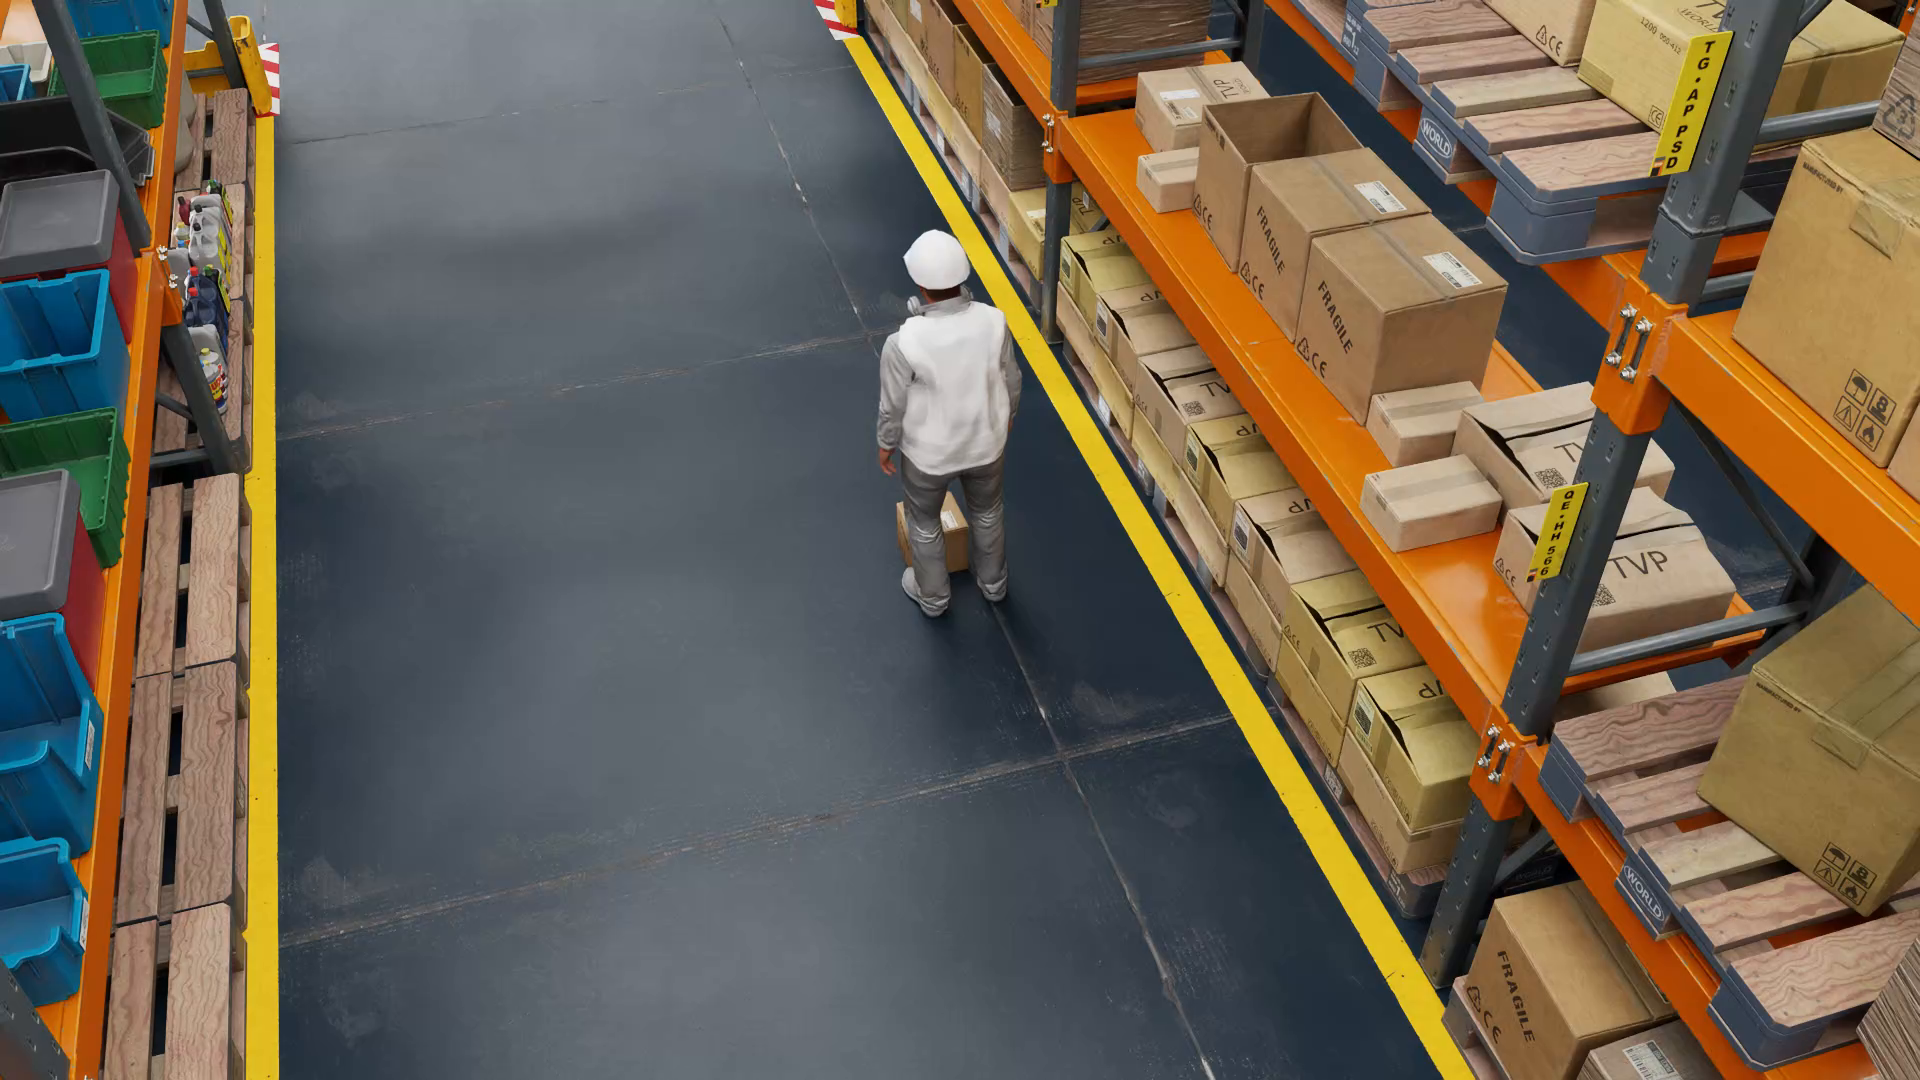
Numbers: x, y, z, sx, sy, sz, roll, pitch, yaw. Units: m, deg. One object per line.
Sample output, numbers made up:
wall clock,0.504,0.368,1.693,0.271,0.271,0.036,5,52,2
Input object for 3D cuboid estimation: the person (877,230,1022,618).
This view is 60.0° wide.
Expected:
person,-0.043,-0.419,6.605,0.592,1.773,0.458,-14,44,-15
